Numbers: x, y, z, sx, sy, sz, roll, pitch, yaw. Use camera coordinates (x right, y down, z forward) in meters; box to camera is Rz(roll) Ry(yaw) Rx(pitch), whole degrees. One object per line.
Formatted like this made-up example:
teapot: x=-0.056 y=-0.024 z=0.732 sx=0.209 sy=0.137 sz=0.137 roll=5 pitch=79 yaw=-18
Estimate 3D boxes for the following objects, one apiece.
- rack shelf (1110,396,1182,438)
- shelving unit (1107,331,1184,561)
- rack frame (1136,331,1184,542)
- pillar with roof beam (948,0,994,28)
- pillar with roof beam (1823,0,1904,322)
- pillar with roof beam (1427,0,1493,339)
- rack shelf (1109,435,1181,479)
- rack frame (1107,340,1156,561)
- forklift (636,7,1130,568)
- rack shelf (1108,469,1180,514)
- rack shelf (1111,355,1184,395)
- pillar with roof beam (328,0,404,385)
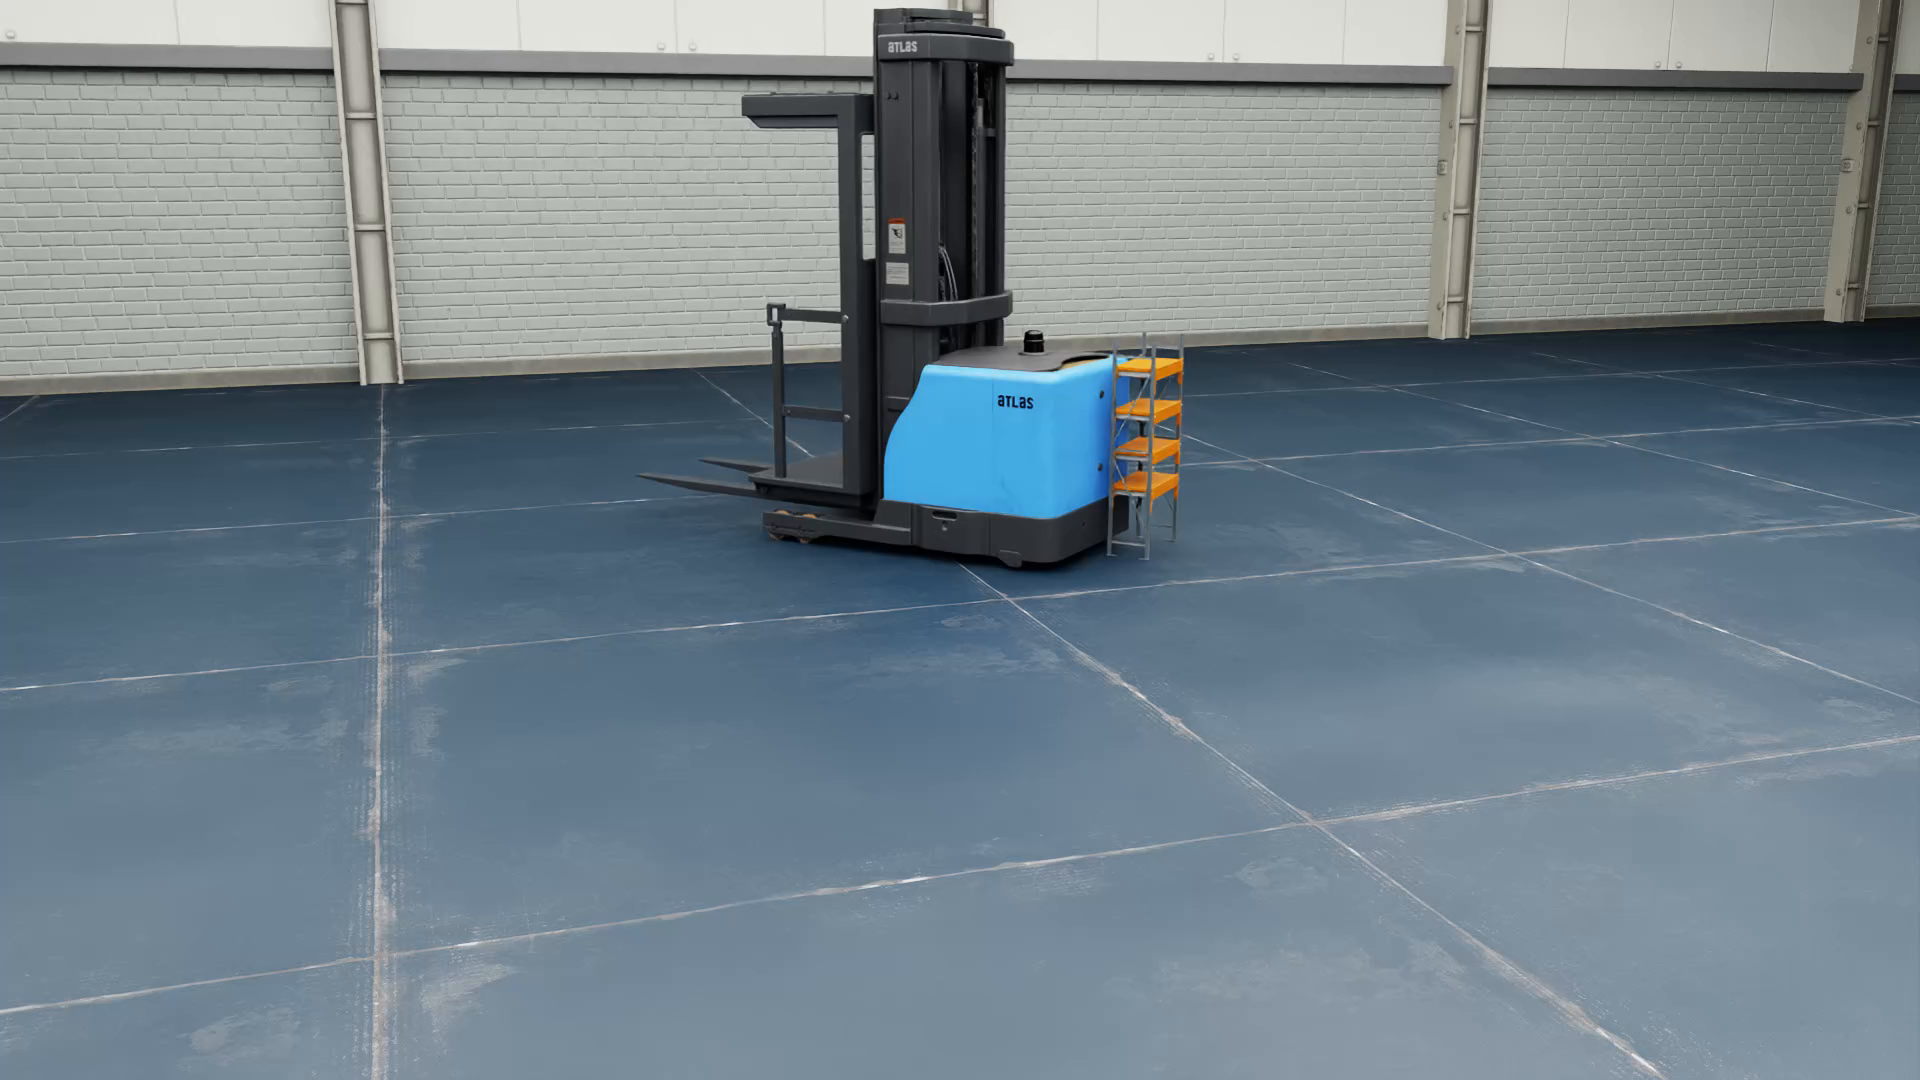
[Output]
rack shelf: x=1.039 y=-0.685 z=9.251 sx=0.258 sy=0.148 sz=0.480 roll=7 pitch=15 yaw=24
shelving unit: x=1.038 y=-0.533 z=9.287 sx=0.258 sy=1.200 sz=0.503 roll=7 pitch=15 yaw=24
rack frame: x=1.141 y=-0.584 z=9.502 sx=0.240 sy=1.200 sz=0.015 roll=7 pitch=15 yaw=24
pillar with roof beam: x=1.485 y=-5.400 z=12.898 sx=0.400 sy=9.000 sz=9.100 roll=-4 pitch=14 yaw=-18
pillar with roof beam: x=12.859 y=-6.285 z=16.621 sx=0.400 sy=9.000 sz=9.100 roll=-4 pitch=14 yaw=-18
pillar with roof beam: x=7.172 y=-5.843 z=14.759 sx=0.400 sy=9.000 sz=9.100 roll=-4 pitch=14 yaw=-18
rack shelf: x=1.037 y=-0.468 z=9.303 sx=0.258 sy=0.148 sz=0.480 roll=7 pitch=15 yaw=24
rack frame: x=0.935 y=-0.482 z=9.072 sx=0.240 sy=1.200 sz=0.015 roll=7 pitch=15 yaw=24
forklift: x=-0.555 y=-1.507 z=9.643 sx=3.031 sy=2.935 sz=1.130 roll=8 pitch=15 yaw=30
rack shelf: x=1.036 y=-0.275 z=9.350 sx=0.258 sy=0.148 sz=0.480 roll=7 pitch=15 yaw=24
rack shelf: x=1.040 y=-0.915 z=9.195 sx=0.258 sy=0.148 sz=0.480 roll=7 pitch=15 yaw=24
pillar with roof beam: x=-4.201 y=-4.957 z=11.036 sx=0.400 sy=9.000 sz=9.100 roll=-4 pitch=14 yaw=-18
